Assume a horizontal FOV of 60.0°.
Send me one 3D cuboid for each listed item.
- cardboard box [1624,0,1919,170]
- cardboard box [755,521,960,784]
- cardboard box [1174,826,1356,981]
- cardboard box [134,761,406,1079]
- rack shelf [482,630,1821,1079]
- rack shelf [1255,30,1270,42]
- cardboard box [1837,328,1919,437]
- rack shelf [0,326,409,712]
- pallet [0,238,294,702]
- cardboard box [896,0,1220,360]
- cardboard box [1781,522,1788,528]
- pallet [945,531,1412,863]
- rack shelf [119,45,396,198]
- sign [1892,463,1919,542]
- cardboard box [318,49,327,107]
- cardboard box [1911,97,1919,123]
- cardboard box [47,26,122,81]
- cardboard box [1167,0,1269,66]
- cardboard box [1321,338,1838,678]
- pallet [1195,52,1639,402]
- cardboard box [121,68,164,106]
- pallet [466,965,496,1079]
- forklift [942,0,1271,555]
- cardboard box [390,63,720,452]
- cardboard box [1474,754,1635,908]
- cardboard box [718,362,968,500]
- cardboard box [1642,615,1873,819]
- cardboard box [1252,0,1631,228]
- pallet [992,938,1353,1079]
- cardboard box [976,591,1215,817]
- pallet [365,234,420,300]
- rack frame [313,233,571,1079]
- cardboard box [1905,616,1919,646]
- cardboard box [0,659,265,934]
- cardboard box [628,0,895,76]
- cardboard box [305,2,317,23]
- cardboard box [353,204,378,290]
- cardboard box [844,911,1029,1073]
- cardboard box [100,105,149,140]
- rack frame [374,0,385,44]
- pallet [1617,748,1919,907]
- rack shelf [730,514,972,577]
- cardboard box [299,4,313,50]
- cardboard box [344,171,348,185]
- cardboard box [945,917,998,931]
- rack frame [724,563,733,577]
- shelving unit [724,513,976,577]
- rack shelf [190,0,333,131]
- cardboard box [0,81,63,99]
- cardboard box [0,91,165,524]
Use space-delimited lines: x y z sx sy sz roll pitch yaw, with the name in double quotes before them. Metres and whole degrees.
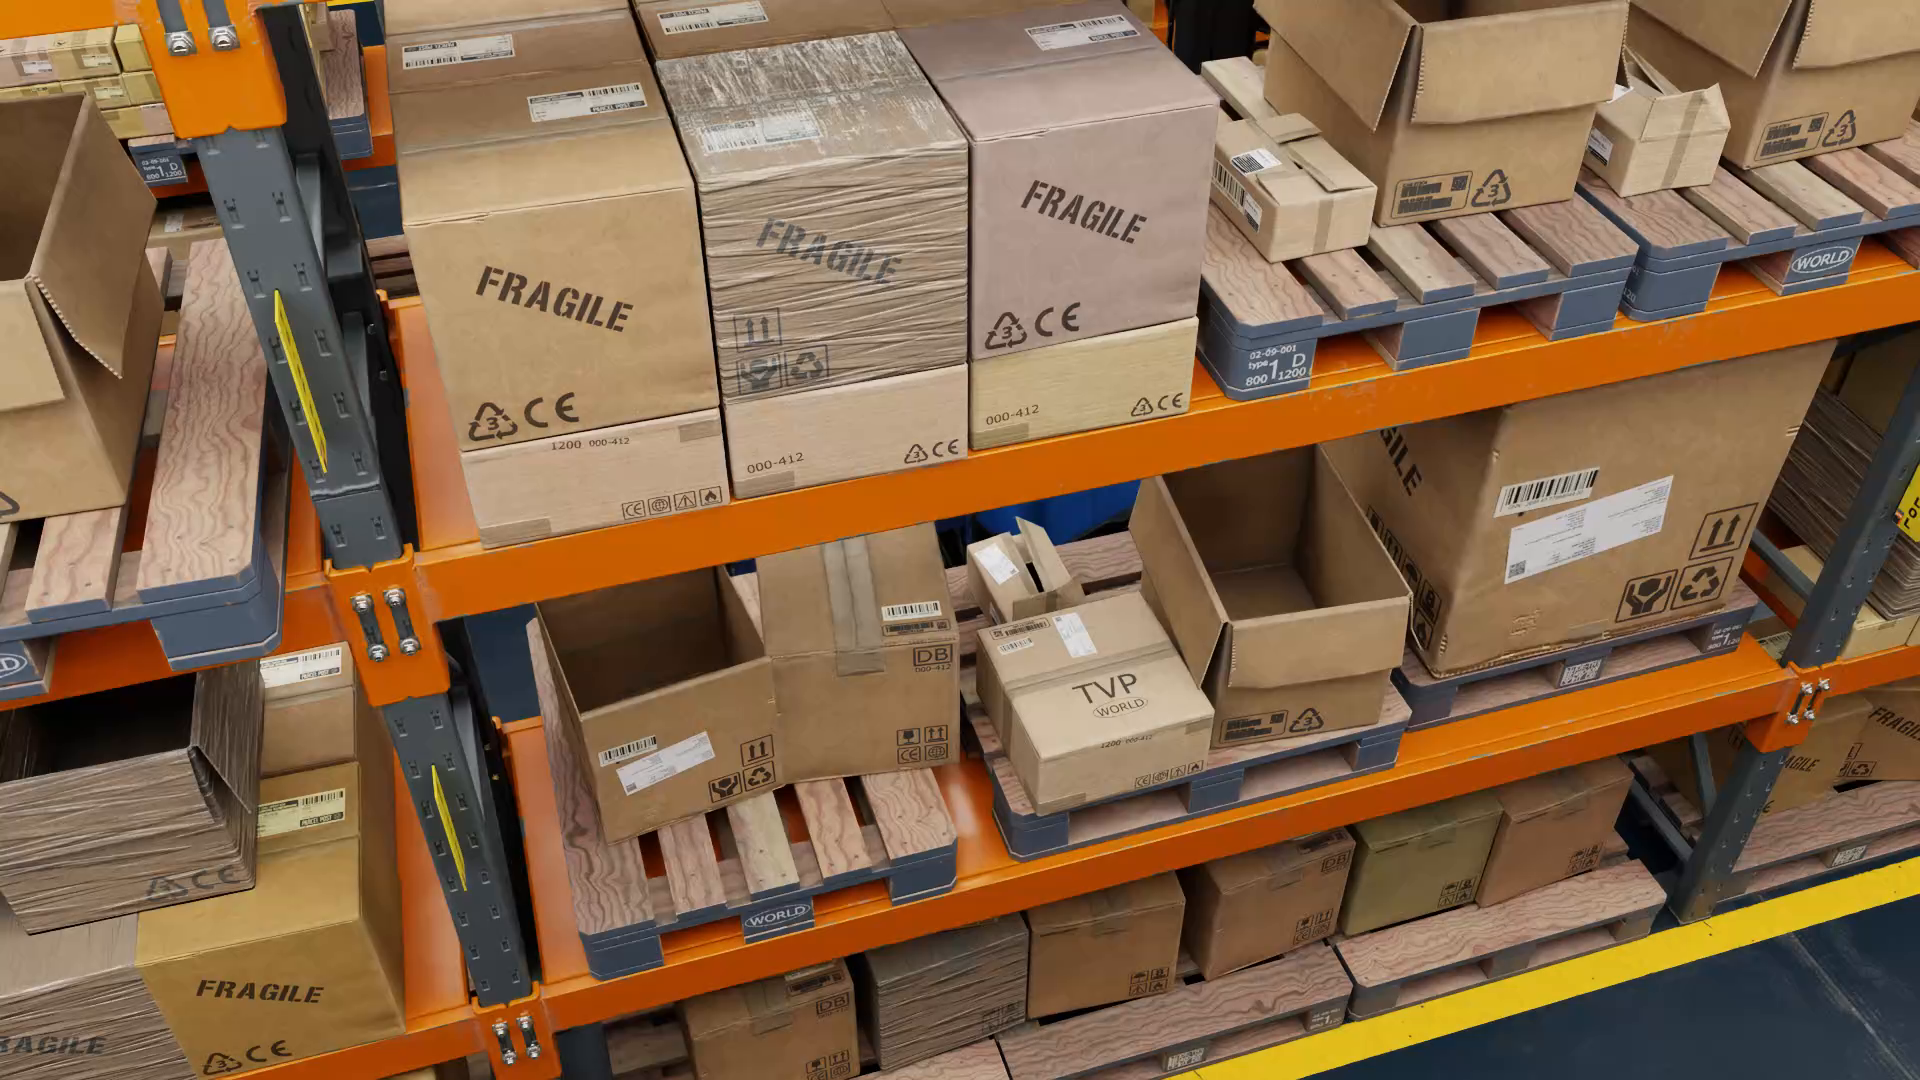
"cardboard box" 2.031 -1.354 4.192 0.637 0.503 0.797 -14 43 -15
"cardboard box" -0.301 0.231 4.660 0.500 0.500 0.700 -6 41 -7
"cardboard box" 0.923 1.018 5.720 0.500 0.500 0.700 -15 43 -17
"cardboard box" -1.703 0.947 4.159 0.500 0.500 0.500 -10 42 -12
"rack shelf" 0.601 0.608 5.171 4.000 0.370 1.077 -12 42 -13
"rack shelf" 3.023 -3.315 9.661 4.000 0.370 1.077 -12 42 -13
"cardboard box" 3.015 -0.514 4.846 0.500 0.500 0.500 -12 42 -13
"rack shelf" -3.214 0.269 3.279 4.000 0.370 1.077 -12 42 -13
"pallet" -1.904 -0.166 3.373 1.003 0.211 1.213 -10 42 -11
"cardboard box" 0.182 -0.757 3.450 0.500 0.500 0.500 -13 43 -14
"cardboard box" 2.867 -0.234 5.779 0.250 0.149 0.380 -12 42 -13
"pallet" 0.570 0.387 5.022 1.213 0.211 1.003 -12 42 -13
"rack shelf" -4.607 -1.734 7.852 4.000 0.370 1.077 -12 42 -13
"sign" 2.679 -0.147 4.608 0.005 0.325 0.100 -12 42 -13
"cardboard box" -3.032 -2.078 7.570 0.250 0.149 0.380 -11 42 -12
"cardboard box" 2.865 -1.386 4.740 0.500 0.250 0.500 -10 42 -11
"cardboard box" -3.773 -2.148 7.198 0.250 0.149 0.380 -11 42 -12
"cardboard box" 1.736 -2.629 9.625 0.875 0.875 0.875 -11 42 -12
"cardboard box" 1.709 -0.373 4.972 1.000 1.000 1.000 -11 42 -13
"pallet" 0.900 -0.855 4.162 1.003 0.211 1.213 -12 42 -13
"cardboard box" -3.538 -2.085 7.352 0.250 0.149 0.380 -11 42 -12
"pallet" -2.081 1.891 5.275 1.213 0.211 1.003 -12 42 -13
"forklift" 1.129 -1.665 7.278 3.031 2.935 1.130 -29 49 -29
"cardboard box" -0.781 -0.555 3.219 0.500 0.500 0.500 -11 42 -13
"cardboard box" 1.917 0.825 5.941 0.500 0.500 0.700 -15 43 -16
"cardboard box" -0.292 -0.375 3.583 0.500 0.250 0.500 -11 42 -12
"cardboard box" 2.903 0.671 6.133 0.500 0.500 0.500 -13 43 -14
"cardboard box" 1.133 -1.168 3.979 0.637 0.503 0.797 -10 42 -11
"pallet" 0.601 1.390 5.848 1.213 0.211 1.003 -12 42 -13
"cardboard box" 0.361 0.444 4.607 0.500 0.250 0.500 -13 43 -14
"pallet" -3.446 -1.197 8.809 1.213 0.211 1.003 -12 42 -13
"rack frame" -1.306 0.732 4.482 0.127 3.000 1.000 -12 42 -13
"cardboard box" 3.047 0.141 5.349 0.250 0.149 0.380 -12 42 -13
"cardboard box" -2.009 0.451 3.965 0.637 0.503 0.797 -10 42 -12
"cardboard box" -0.441 -0.983 3.709 0.500 0.500 0.500 -12 43 -13
"cardboard box" -3.221 -2.607 7.949 0.250 0.149 0.380 -10 42 -11
"cardboard box" -3.249 -1.323 8.415 0.500 0.500 0.500 -12 43 -13
"cardboard box" -0.148 1.245 5.460 0.500 0.500 0.700 -15 43 -17
"cardboard box" -3.754 -1.932 7.403 0.250 0.149 0.380 -12 43 -14
"rack frame" -2.700 -2.401 8.067 0.127 3.000 1.000 -12 42 -13
"pallet" 3.139 0.837 6.481 1.213 0.211 1.003 -12 42 -13
"rack shelf" -0.509 -0.109 6.858 1.000 0.185 0.538 -13 43 -14
"cardboard box" -3.030 -2.304 7.376 0.250 0.149 0.380 -13 43 -15
"cardboard box" -3.430 -1.915 8.523 0.500 0.250 0.500 -14 43 -15
"cardboard box" -0.173 0.963 5.213 0.500 0.250 0.500 -7 42 -8
"rack frame" -0.989 -0.135 6.615 0.032 1.500 0.500 -13 43 -14
"shelving unit" -0.509 -0.245 6.740 1.048 1.500 0.538 -13 43 -14
"rack shelf" 0.601 -1.501 3.329 4.000 0.370 1.077 -12 42 -13
"cardboard box" -4.015 -1.988 7.241 0.250 0.149 0.380 -12 43 -13
"cardboard box" -1.866 -0.429 3.133 0.637 0.503 0.797 -9 42 -11
